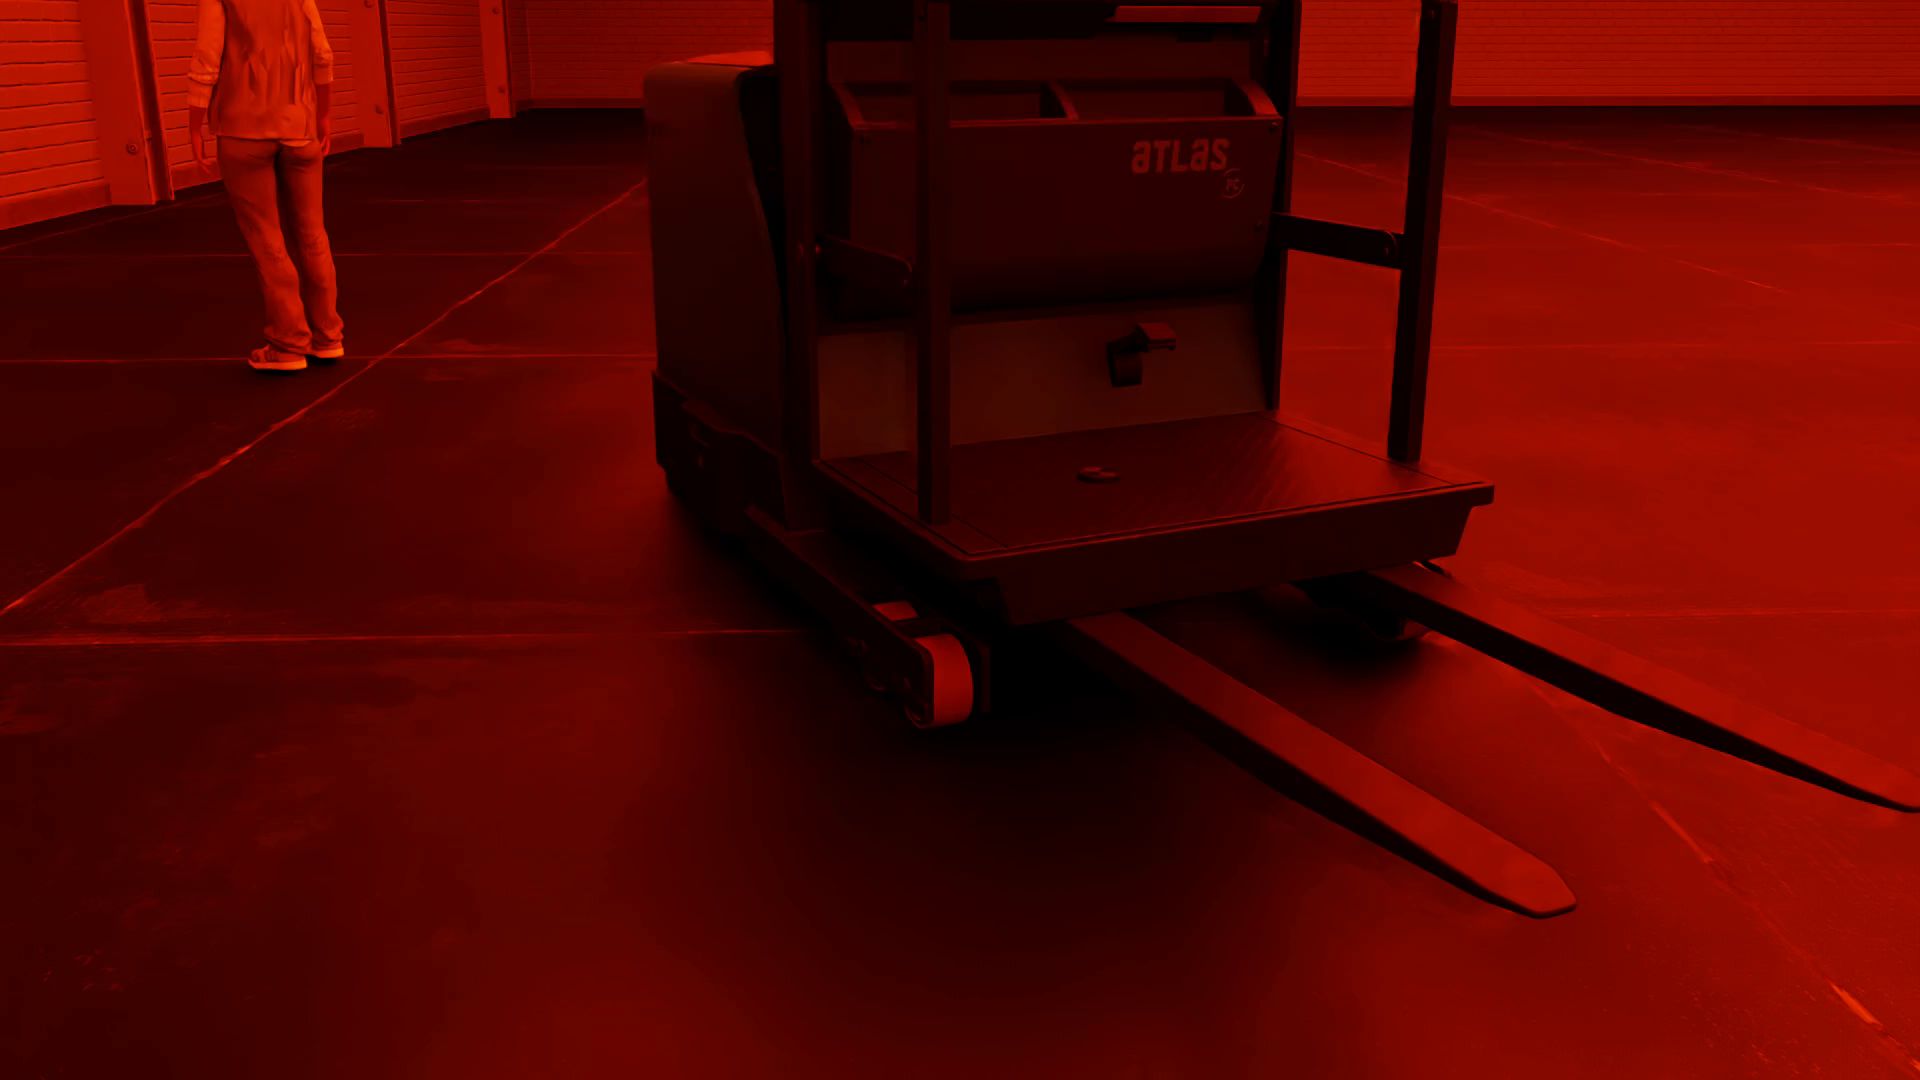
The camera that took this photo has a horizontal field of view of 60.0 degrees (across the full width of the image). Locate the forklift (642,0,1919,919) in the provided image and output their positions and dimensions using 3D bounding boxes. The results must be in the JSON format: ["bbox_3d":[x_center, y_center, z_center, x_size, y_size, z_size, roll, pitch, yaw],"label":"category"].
[{"bbox_3d":[0.290,-1.221,2.898,1.130,2.935,3.031,-8,19,-24],"label":"forklift"}]

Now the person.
[{"bbox_3d":[-2.382,-1.370,5.647,0.471,1.599,0.517,15,22,40],"label":"person"}]
